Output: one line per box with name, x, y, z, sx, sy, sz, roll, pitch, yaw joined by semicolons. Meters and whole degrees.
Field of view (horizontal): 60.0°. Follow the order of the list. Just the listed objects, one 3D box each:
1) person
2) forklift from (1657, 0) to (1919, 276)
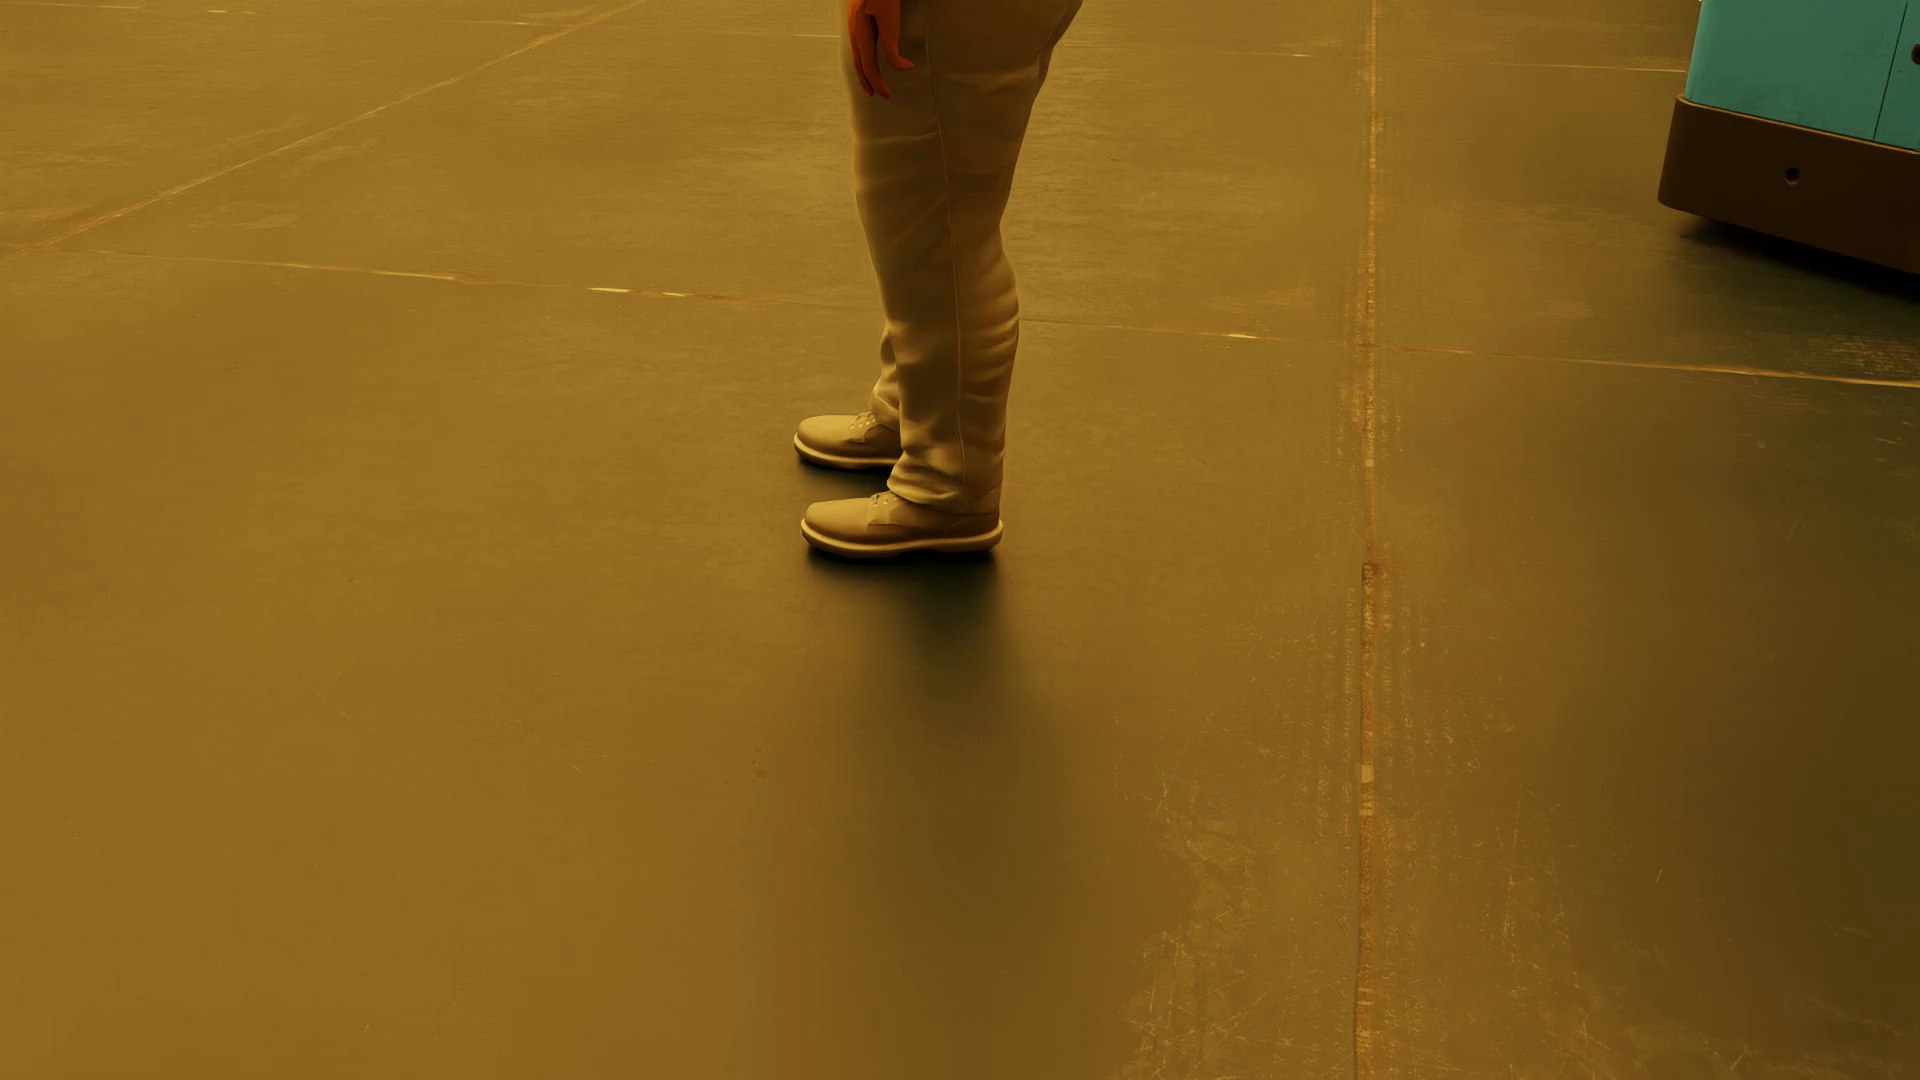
person;-0.070;-0.768;2.156;0.529;1.670;0.598;6;27;11
forklift;3.173;-2.205;3.617;3.031;2.935;1.130;-15;31;-28
